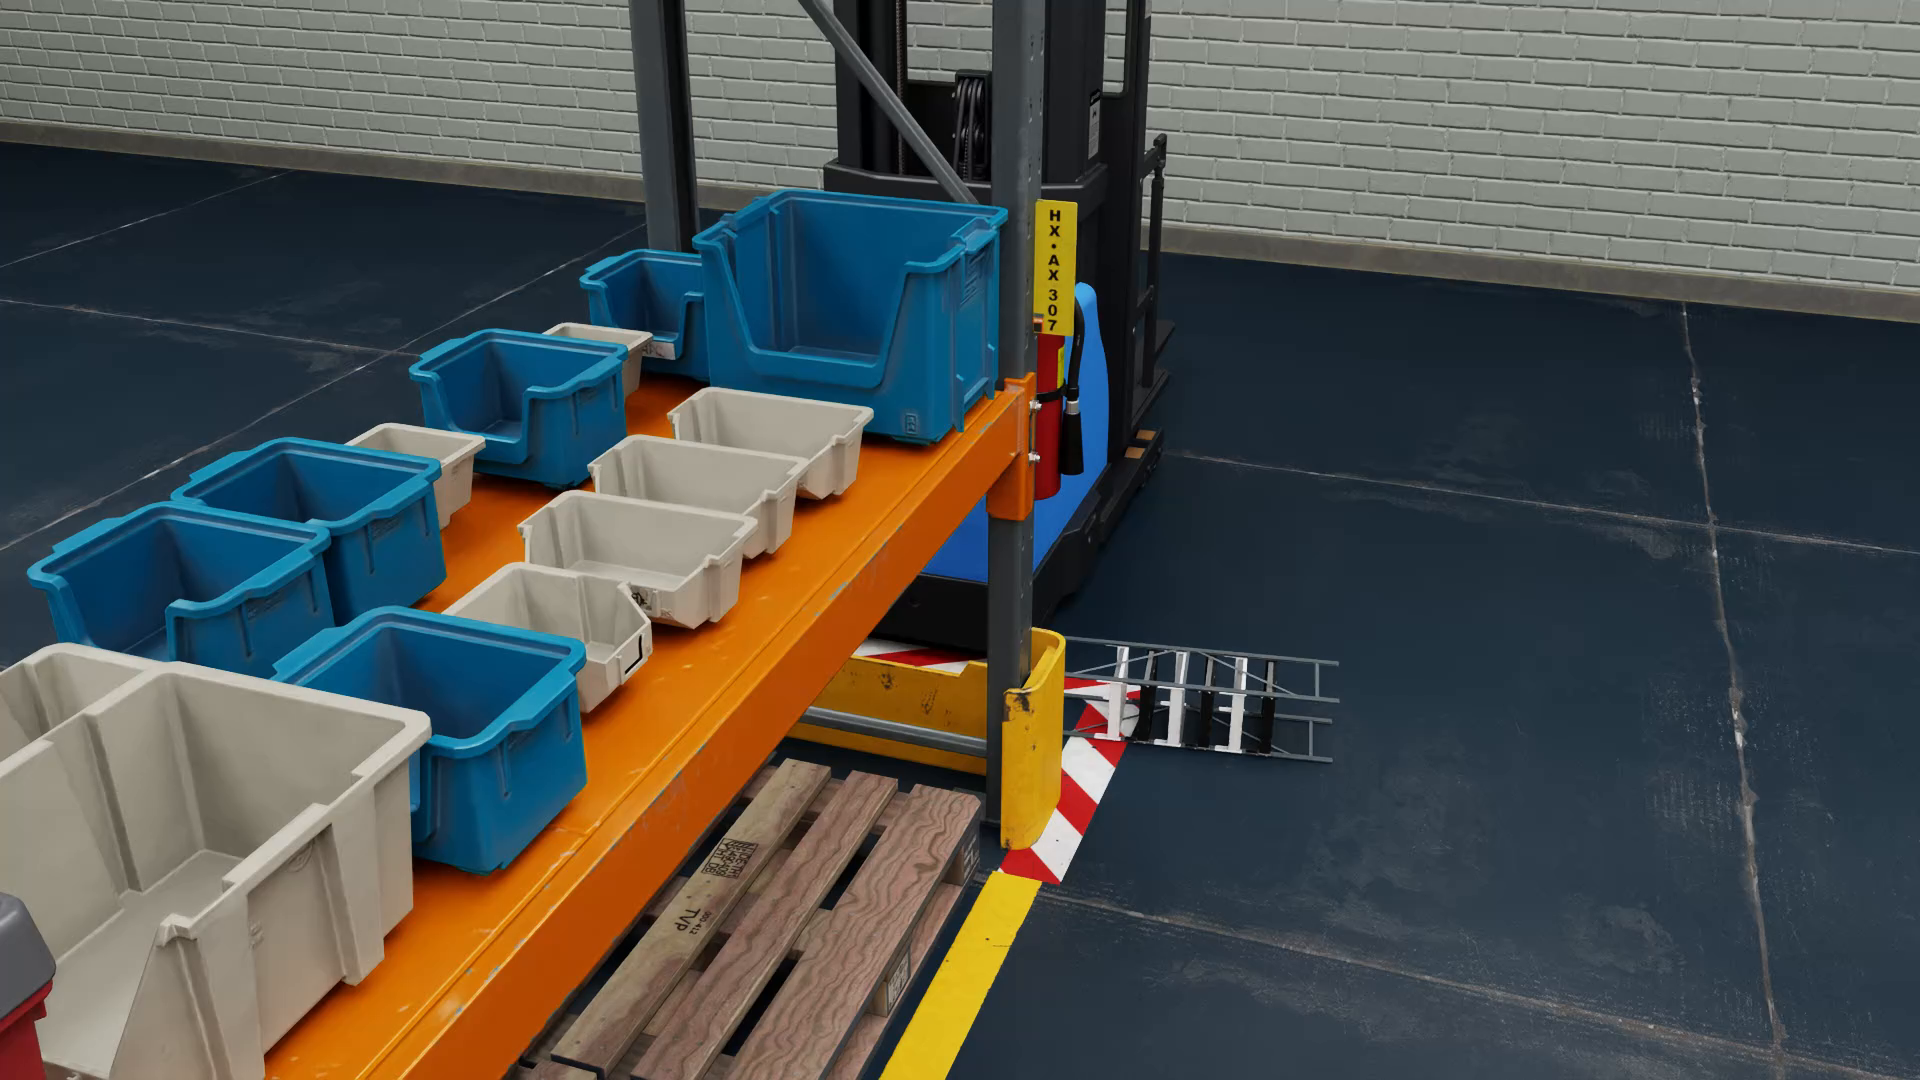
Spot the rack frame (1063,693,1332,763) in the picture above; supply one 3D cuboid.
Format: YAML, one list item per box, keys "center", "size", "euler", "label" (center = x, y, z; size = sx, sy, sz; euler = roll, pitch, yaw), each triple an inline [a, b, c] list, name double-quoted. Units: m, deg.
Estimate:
- center: [0.675, 0.566, 5.068]
  size: [0.900, 0.006, 0.240]
  euler: [5, 26, 10]
  label: "rack frame"

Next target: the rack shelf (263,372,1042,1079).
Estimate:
- center: [-0.964, 0.502, 2.597]
  size: [1.077, 0.370, 4.000]
  euler: [9, 27, 17]
  label: "rack shelf"

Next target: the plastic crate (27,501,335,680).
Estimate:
- center: [-1.229, 0.122, 2.678]
  size: [0.416, 0.233, 0.300]
  euler: [9, 27, 17]
  label: "plastic crate"

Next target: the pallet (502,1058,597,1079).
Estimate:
- center: [-1.017, 1.444, 3.025]
  size: [1.003, 0.211, 1.213]
  euler: [9, 27, 17]
  label: "pallet"

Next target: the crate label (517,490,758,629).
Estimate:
- center: [-0.579, 0.044, 2.951]
  size: [0.396, 0.136, 0.243]
  euler: [9, 27, 17]
  label: "crate label"

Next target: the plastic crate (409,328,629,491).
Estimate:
- center: [-0.910, -0.271, 3.492]
  size: [0.416, 0.233, 0.300]
  euler: [9, 27, 17]
  label: "plastic crate"

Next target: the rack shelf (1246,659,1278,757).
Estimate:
- center: [0.907, 0.494, 4.983]
  size: [0.077, 0.200, 0.258]
  euler: [5, 26, 10]
  label: "rack shelf"

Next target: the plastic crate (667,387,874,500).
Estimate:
- center: [-0.399, -0.191, 3.436]
  size: [0.396, 0.136, 0.243]
  euler: [9, 27, 17]
  label: "plastic crate"

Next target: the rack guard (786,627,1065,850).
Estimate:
- center: [-0.303, 0.469, 4.707]
  size: [1.175, 0.500, 0.348]
  euler: [9, 27, 17]
  label: "rack guard"

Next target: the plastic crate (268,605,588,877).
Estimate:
- center: [-0.740, 0.285, 2.342]
  size: [0.416, 0.233, 0.300]
  euler: [9, 27, 17]
  label: "plastic crate"

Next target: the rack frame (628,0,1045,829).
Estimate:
- center: [-0.299, -0.644, 4.138]
  size: [1.000, 3.000, 0.127]
  euler: [9, 27, 17]
  label: "rack frame"

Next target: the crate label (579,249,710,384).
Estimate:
- center: [-0.691, -0.542, 4.051]
  size: [0.416, 0.233, 0.303]
  euler: [9, 27, 17]
  label: "crate label"

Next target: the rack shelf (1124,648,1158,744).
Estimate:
- center: [0.554, 0.464, 5.045]
  size: [0.077, 0.200, 0.258]
  euler: [5, 26, 10]
  label: "rack shelf"

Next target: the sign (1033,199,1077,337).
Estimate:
- center: [0.225, -0.644, 3.952]
  size: [0.100, 0.325, 0.005]
  euler: [9, 27, 17]
  label: "sign"

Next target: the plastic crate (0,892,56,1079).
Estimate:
- center: [-1.096, 0.613, 1.399]
  size: [0.402, 0.464, 0.583]
  euler: [9, 27, 17]
  label: "plastic crate"

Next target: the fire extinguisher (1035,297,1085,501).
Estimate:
- center: [0.180, -0.438, 4.228]
  size: [0.296, 0.674, 0.183]
  euler: [9, 27, 17]
  label: "fire extinguisher"

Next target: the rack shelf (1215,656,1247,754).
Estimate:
- center: [0.819, 0.486, 4.999]
  size: [0.077, 0.200, 0.258]
  euler: [5, 26, 10]
  label: "rack shelf"

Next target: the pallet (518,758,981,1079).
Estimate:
- center: [-0.610, 0.944, 4.057]
  size: [1.003, 0.211, 1.213]
  euler: [9, 27, 17]
  label: "pallet"

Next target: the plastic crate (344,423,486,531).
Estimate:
- center: [-1.102, -0.100, 3.248]
  size: [0.250, 0.136, 0.298]
  euler: [9, 27, 17]
  label: "plastic crate"

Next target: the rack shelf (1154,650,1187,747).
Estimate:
- center: [0.642, 0.471, 5.029]
  size: [0.077, 0.200, 0.258]
  euler: [5, 26, 10]
  label: "rack shelf"

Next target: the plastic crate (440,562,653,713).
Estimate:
- center: [-0.660, 0.168, 2.694]
  size: [0.298, 0.136, 0.250]
  euler: [9, 27, 17]
  label: "plastic crate"

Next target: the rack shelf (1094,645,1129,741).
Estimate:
- center: [0.466, 0.456, 5.060]
  size: [0.077, 0.200, 0.258]
  euler: [5, 26, 10]
  label: "rack shelf"

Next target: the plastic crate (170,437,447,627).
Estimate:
- center: [-1.130, -0.001, 2.933]
  size: [0.416, 0.233, 0.300]
  euler: [9, 27, 17]
  label: "plastic crate"

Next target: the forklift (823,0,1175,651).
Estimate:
- center: [0.203, -1.577, 6.144]
  size: [1.130, 2.935, 3.031]
  euler: [9, 27, 17]
  label: "forklift"

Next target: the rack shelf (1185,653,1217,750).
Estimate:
- center: [0.731, 0.479, 5.014]
  size: [0.077, 0.200, 0.258]
  euler: [5, 26, 10]
  label: "rack shelf"

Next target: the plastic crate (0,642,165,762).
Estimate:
- center: [-1.334, 0.332, 2.356]
  size: [0.293, 0.136, 0.466]
  euler: [9, 27, 17]
  label: "plastic crate"

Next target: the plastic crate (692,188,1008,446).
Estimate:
- center: [-0.234, -0.522, 3.777]
  size: [0.616, 0.435, 0.499]
  euler: [9, 27, 17]
  label: "plastic crate"

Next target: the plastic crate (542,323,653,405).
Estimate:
- center: [-0.876, -0.379, 3.824]
  size: [0.250, 0.136, 0.298]
  euler: [9, 27, 17]
  label: "plastic crate"

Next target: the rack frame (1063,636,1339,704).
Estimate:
- center: [0.675, 0.383, 4.979]
  size: [0.900, 0.006, 0.240]
  euler: [5, 26, 10]
  label: "rack frame"

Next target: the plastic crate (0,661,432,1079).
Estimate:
- center: [-0.948, 0.425, 1.997]
  size: [0.437, 0.282, 0.530]
  euler: [9, 27, 17]
  label: "plastic crate"

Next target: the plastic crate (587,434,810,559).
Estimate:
- center: [-0.509, -0.074, 3.195]
  size: [0.396, 0.136, 0.243]
  euler: [9, 27, 17]
  label: "plastic crate"

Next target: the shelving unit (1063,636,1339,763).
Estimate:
- center: [0.675, 0.474, 5.024]
  size: [0.900, 0.210, 0.258]
  euler: [5, 26, 10]
  label: "shelving unit"
